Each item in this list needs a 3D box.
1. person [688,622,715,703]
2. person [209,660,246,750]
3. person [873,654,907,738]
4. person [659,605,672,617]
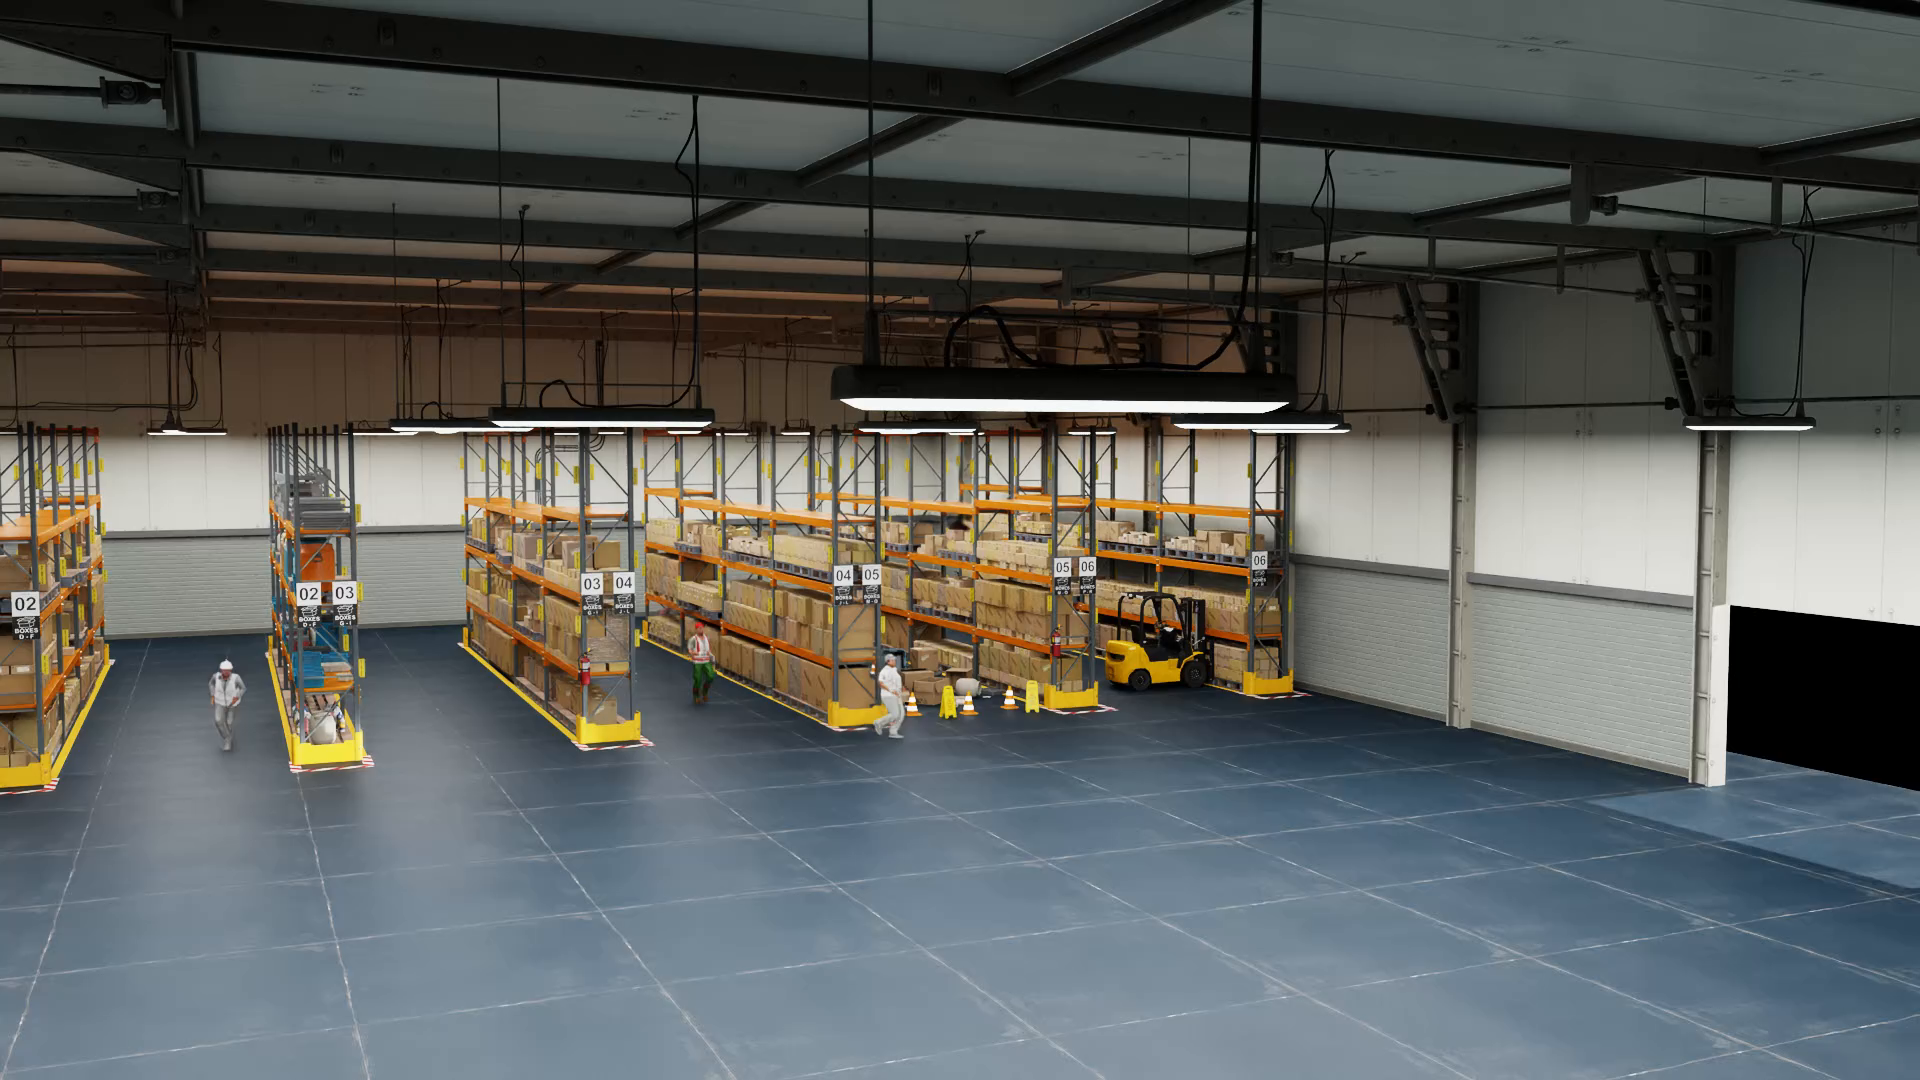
[{"bbox_3d":[-5.536,2.640,35.756,0.640,1.750,0.661,-2,4,-35],"label":"person"},{"bbox_3d":[-13.580,3.036,30.889,0.644,1.693,1.011,-1,4,-17],"label":"person"},{"bbox_3d":[-1.336,2.975,31.728,0.578,1.615,0.605,1,4,21],"label":"person"},{"bbox_3d":[-8.624,1.929,48.958,0.553,1.613,0.574,-2,4,-26],"label":"person"}]
